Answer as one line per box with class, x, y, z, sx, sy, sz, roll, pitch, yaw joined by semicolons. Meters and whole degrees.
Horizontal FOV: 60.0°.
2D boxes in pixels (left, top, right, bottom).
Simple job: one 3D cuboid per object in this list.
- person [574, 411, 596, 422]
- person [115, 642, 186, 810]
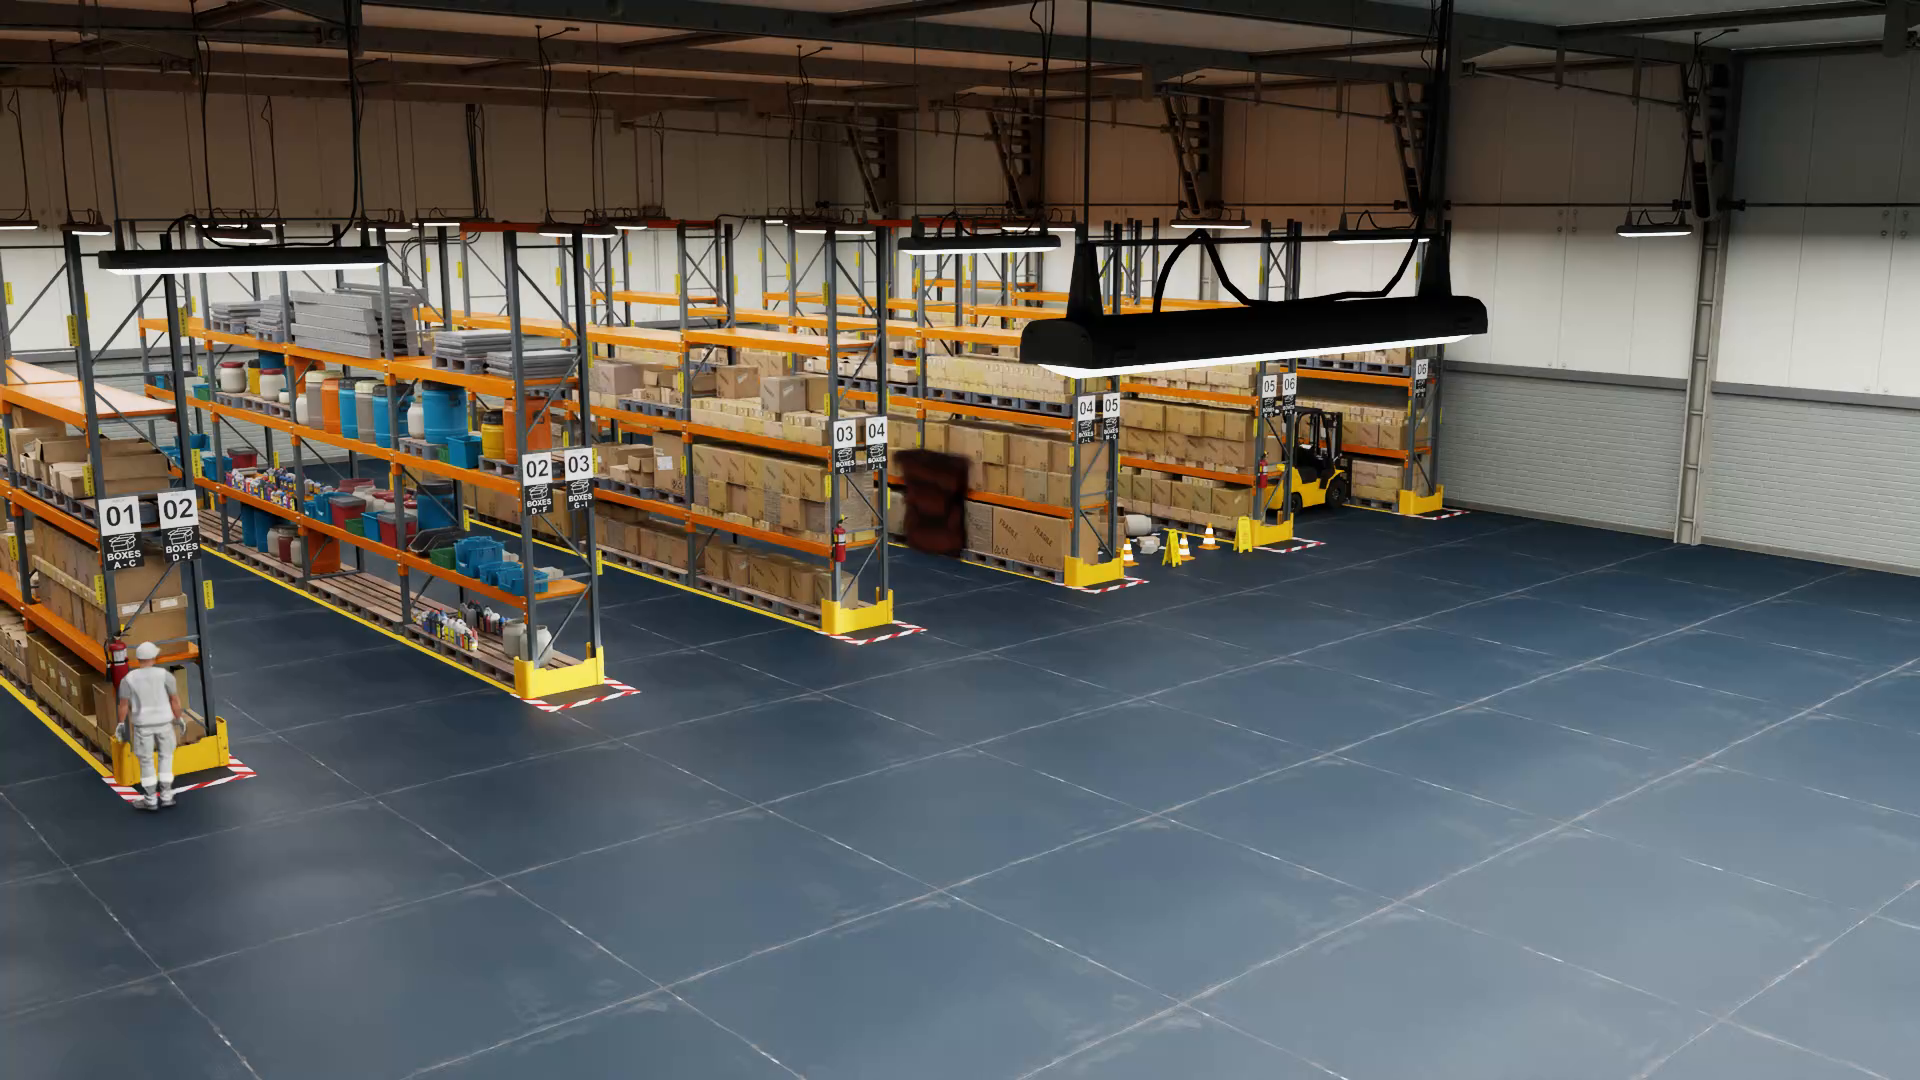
person;-9.291;-2.803;41.261;0.417;1.804;0.543;6;13;29
person;-8.571;1.974;17.606;0.675;1.825;0.371;-5;13;-25
